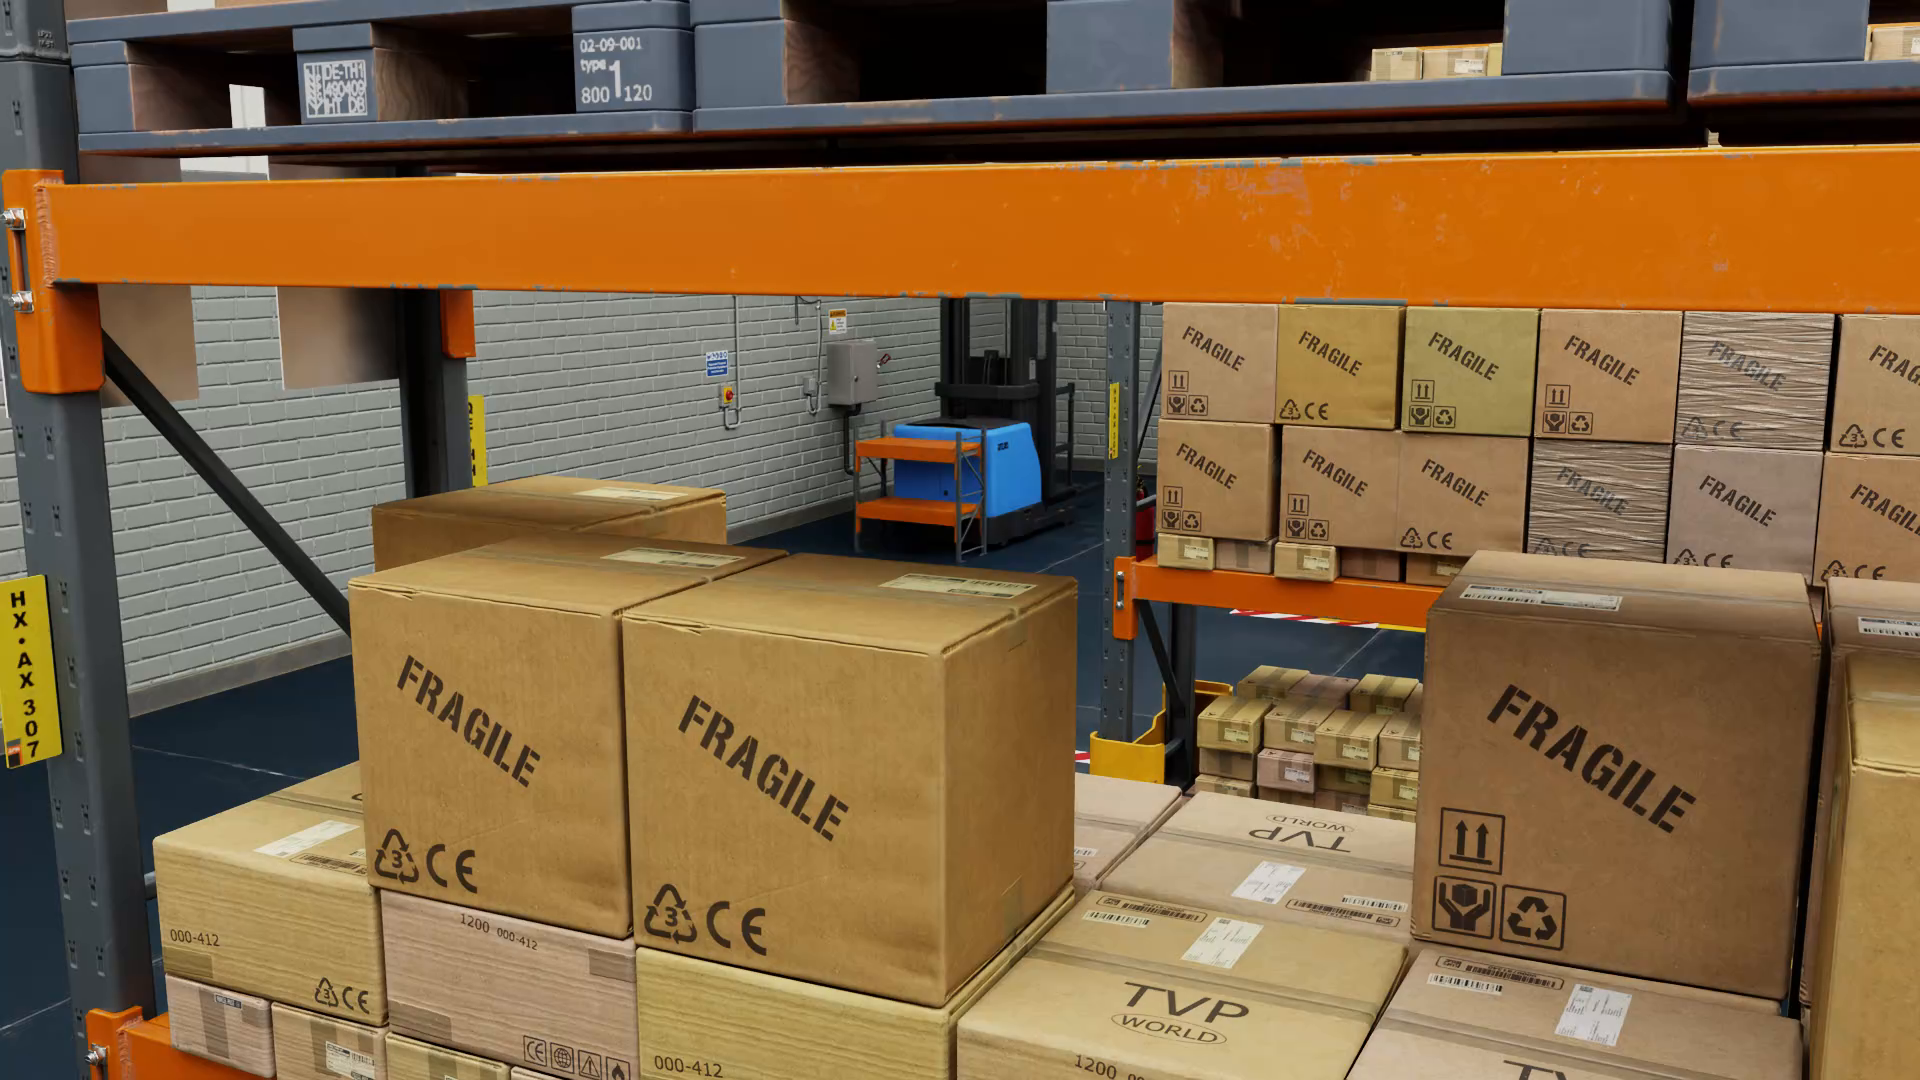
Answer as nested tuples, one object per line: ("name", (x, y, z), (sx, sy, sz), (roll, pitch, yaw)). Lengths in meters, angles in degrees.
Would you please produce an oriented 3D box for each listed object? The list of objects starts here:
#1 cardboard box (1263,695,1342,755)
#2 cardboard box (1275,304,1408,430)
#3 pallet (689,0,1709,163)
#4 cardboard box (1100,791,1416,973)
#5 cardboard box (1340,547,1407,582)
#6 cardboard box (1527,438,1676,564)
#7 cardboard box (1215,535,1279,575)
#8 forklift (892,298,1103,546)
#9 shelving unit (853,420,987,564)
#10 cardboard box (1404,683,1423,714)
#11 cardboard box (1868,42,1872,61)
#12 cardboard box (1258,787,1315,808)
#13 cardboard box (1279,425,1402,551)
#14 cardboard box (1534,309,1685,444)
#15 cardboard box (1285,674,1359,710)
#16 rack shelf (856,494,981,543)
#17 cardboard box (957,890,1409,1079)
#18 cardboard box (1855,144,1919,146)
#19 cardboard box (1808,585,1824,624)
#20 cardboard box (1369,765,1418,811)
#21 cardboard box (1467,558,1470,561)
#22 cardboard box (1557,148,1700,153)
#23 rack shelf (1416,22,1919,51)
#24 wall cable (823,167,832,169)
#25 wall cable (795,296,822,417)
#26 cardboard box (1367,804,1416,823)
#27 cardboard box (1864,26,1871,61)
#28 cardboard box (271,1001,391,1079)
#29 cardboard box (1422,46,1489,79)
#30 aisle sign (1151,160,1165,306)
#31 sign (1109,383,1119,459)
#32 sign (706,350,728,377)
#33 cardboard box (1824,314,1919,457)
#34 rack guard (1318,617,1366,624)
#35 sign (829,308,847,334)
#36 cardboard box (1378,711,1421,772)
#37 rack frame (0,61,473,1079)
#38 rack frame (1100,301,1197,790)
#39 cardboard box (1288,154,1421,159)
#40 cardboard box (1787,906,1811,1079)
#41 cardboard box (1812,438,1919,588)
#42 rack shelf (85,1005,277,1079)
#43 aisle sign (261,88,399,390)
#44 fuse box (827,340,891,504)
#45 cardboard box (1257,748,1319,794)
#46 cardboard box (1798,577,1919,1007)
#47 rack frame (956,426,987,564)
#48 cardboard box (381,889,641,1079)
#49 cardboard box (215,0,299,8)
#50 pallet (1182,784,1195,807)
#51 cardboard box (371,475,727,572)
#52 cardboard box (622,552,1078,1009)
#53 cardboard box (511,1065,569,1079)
("cardboard box", (1.532, 0.823, 7.417), (0.250, 0.149, 0.380), (5, 12, 27))
("cardboard box", (1.652, -0.750, 7.027), (0.500, 0.500, 0.500), (5, 12, 27))
("pallet", (0.394, -0.674, 2.360), (1.213, 0.211, 1.003), (5, 11, 26))
("cardboard box", (0.558, 0.649, 2.807), (0.500, 0.250, 0.500), (5, 11, 26))
("cardboard box", (1.814, 0.064, 7.157), (0.250, 0.149, 0.380), (6, 12, 28))
("cardboard box", (2.577, -0.177, 6.670), (0.500, 0.500, 0.500), (5, 11, 24))
("cardboard box", (1.304, 0.036, 7.313), (0.250, 0.149, 0.380), (5, 12, 28))
("forklift", (0.505, -1.608, 15.883), (1.130, 2.935, 3.031), (5, 11, 26))
("shelving unit", (-0.348, -0.436, 14.478), (1.048, 1.125, 0.538), (6, 12, 28))
("cardboard box", (2.191, 0.785, 7.623), (0.250, 0.149, 0.380), (5, 11, 24))
("cardboard box", (3.412, -1.852, 6.516), (0.250, 0.149, 0.380), (5, 11, 24))
("cardboard box", (1.511, 1.117, 7.460), (0.250, 0.149, 0.380), (5, 11, 26))
("cardboard box", (1.683, -0.257, 7.110), (0.500, 0.500, 0.500), (5, 11, 26))
("cardboard box", (2.567, -0.666, 6.563), (0.500, 0.500, 0.500), (5, 11, 24))
("cardboard box", (1.698, 0.755, 7.792), (0.250, 0.149, 0.380), (5, 12, 27))
("rack shelf", (-0.348, -0.195, 14.522), (1.000, 0.278, 0.538), (6, 12, 28))
("cardboard box", (0.326, 0.734, 2.337), (0.500, 0.250, 0.500), (5, 11, 25))
("cardboard box", (3.497, -1.303, 6.003), (0.500, 0.250, 0.500), (5, 11, 26))
("cardboard box", (3.170, 0.200, 6.405), (0.250, 0.149, 0.380), (4, 11, 23))
("cardboard box", (1.929, 1.027, 7.126), (0.250, 0.149, 0.380), (5, 12, 28))
("cardboard box", (2.256, 0.114, 6.885), (0.250, 0.149, 0.380), (5, 11, 25))
("cardboard box", (2.597, -1.382, 6.441), (0.500, 0.250, 0.500), (5, 11, 26))
("rack shelf", (4.805, -3.221, 10.902), (4.000, 0.370, 1.077), (5, 11, 26))
("wall cable", (-0.613, -4.913, 17.003), (0.133, 3.039, 2.988), (5, 11, 26))
("wall cable", (-1.439, -2.145, 15.808), (0.122, 1.984, 0.588), (5, 11, 26))
("cardboard box", (1.917, 1.173, 7.150), (0.250, 0.149, 0.380), (5, 11, 27))
("cardboard box", (3.159, -1.770, 6.062), (0.250, 0.149, 0.380), (5, 11, 24))
("cardboard box", (-0.971, 0.830, 2.929), (0.250, 0.149, 0.380), (5, 11, 25))
("cardboard box", (2.029, -1.883, 6.685), (0.250, 0.149, 0.380), (5, 12, 27))
("aisle sign", (0.979, -1.512, 7.861), (0.004, 0.787, 0.394), (5, 11, 26))
("sign", (0.672, -0.518, 7.240), (0.005, 0.325, 0.100), (5, 11, 26))
("sign", (-2.132, -1.548, 14.602), (0.001, 0.218, 0.327), (5, 11, 26))
("cardboard box", (3.492, -0.585, 6.116), (0.500, 0.500, 0.500), (5, 11, 24))
("rack guard", (2.990, 0.251, 12.441), (0.348, 0.500, 1.175), (5, 11, 26))
("sign", (-1.206, -2.156, 16.400), (0.001, 0.242, 0.339), (5, 11, 26))
("cardboard box", (1.960, 0.869, 7.160), (0.250, 0.149, 0.380), (4, 11, 23))
("rack frame", (-1.374, 0.605, 3.463), (0.127, 3.000, 1.000), (5, 11, 26))
("rack frame", (0.912, -0.179, 7.796), (0.127, 3.000, 1.000), (5, 11, 26))
("cardboard box", (1.672, -1.463, 6.888), (0.500, 0.250, 0.500), (5, 12, 28))
("cardboard box", (1.464, 0.729, 2.365), (0.500, 0.250, 0.500), (5, 11, 26))
("cardboard box", (3.475, -0.093, 6.207), (0.500, 0.500, 0.500), (5, 11, 24))
("rack shelf", (0.420, 1.117, 2.656), (4.000, 0.370, 1.077), (5, 11, 26))
("aisle sign", (-1.305, -0.727, 3.527), (0.004, 0.787, 0.394), (5, 11, 26))
("fuse box", (-0.995, -1.108, 16.547), (0.414, 1.711, 0.539), (5, 11, 26))
("cardboard box", (1.489, 0.984, 7.362), (0.250, 0.149, 0.380), (5, 11, 26))
("cardboard box", (1.459, 0.360, 2.297), (0.500, 0.500, 0.500), (5, 11, 26))
("rack frame", (0.098, -0.392, 14.239), (0.032, 1.125, 0.500), (6, 12, 28))
("cardboard box", (-0.594, 0.654, 2.782), (0.500, 0.250, 0.500), (5, 11, 25))
("cardboard box", (-0.884, -1.143, 2.961), (0.500, 0.500, 0.700), (4, 11, 22))
("pallet", (1.693, 1.269, 7.626), (1.213, 0.211, 1.003), (5, 11, 26))
("cardboard box", (-0.820, 0.160, 3.403), (0.500, 0.500, 0.500), (5, 11, 27))
("cardboard box", (-0.147, 0.324, 2.498), (0.500, 0.500, 0.500), (5, 11, 24))
("cardboard box", (-0.506, 0.870, 2.705), (0.250, 0.149, 0.380), (5, 11, 25))
